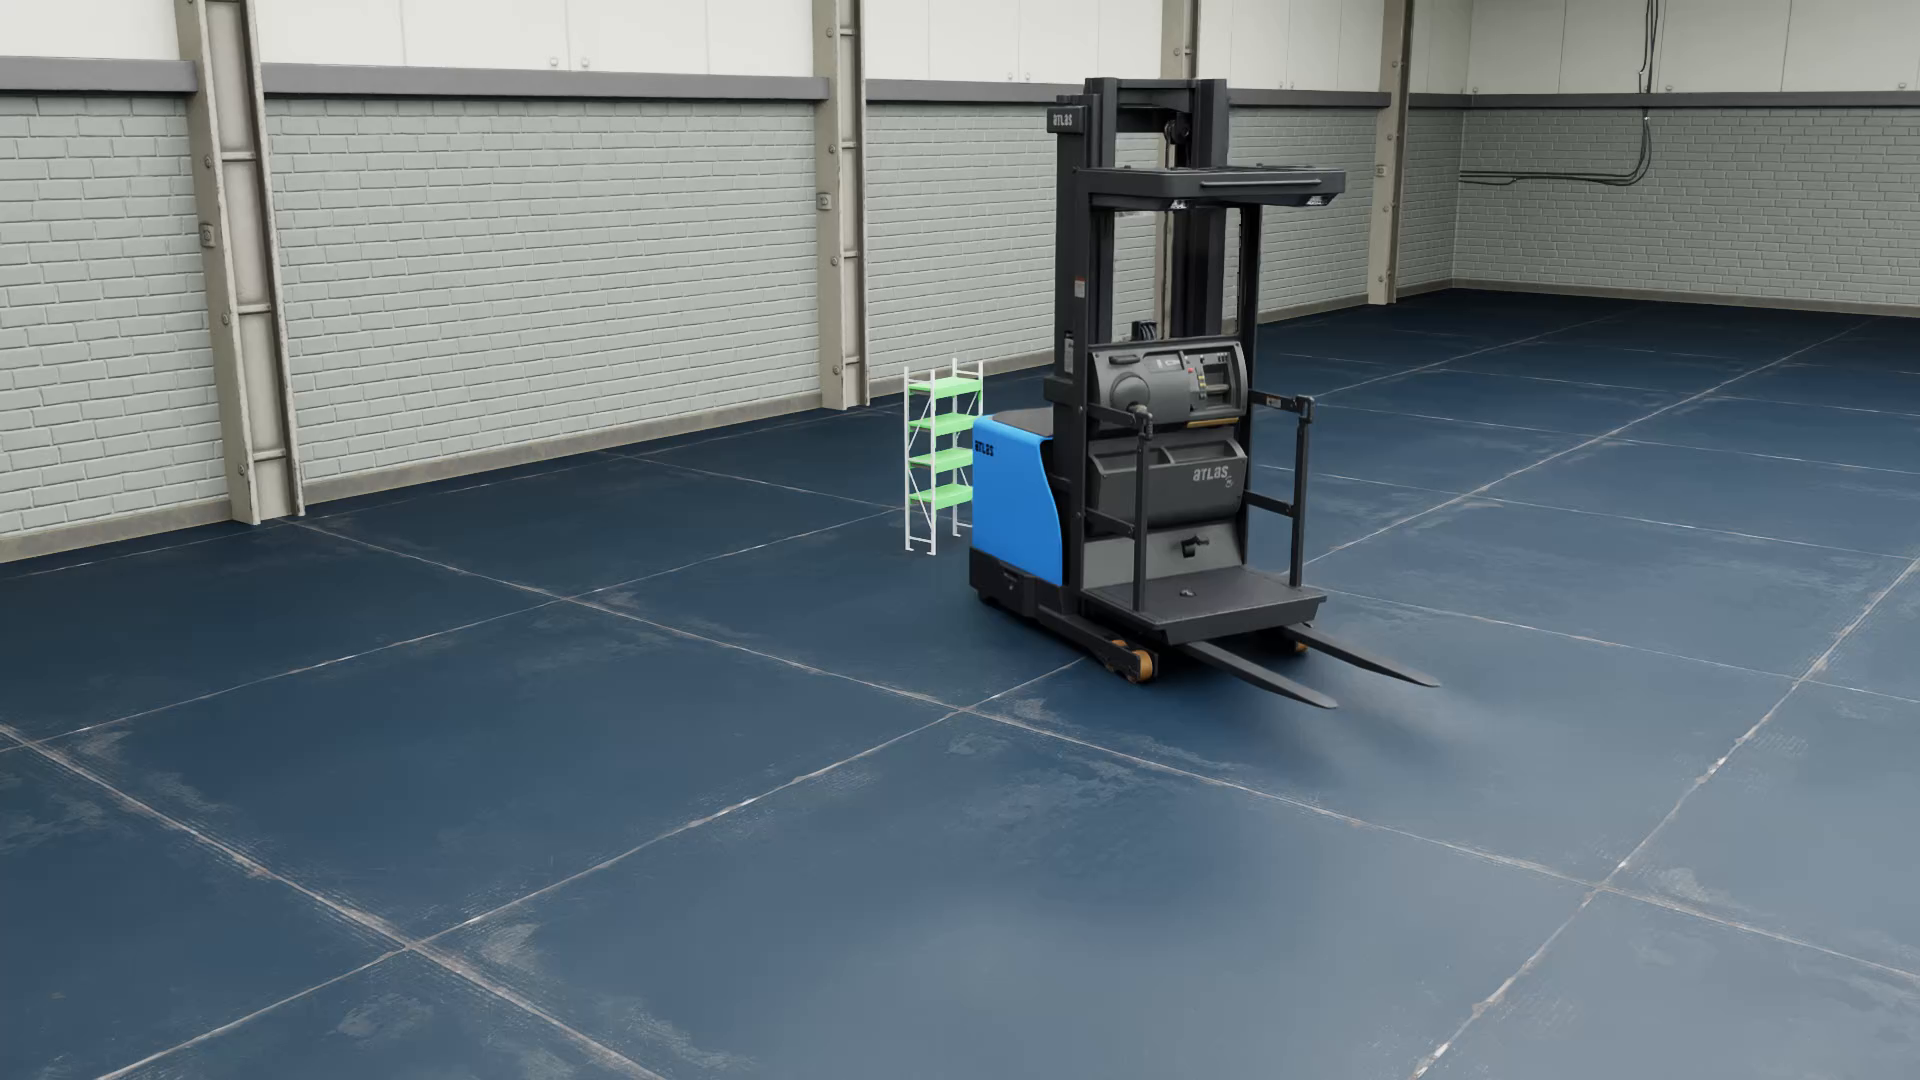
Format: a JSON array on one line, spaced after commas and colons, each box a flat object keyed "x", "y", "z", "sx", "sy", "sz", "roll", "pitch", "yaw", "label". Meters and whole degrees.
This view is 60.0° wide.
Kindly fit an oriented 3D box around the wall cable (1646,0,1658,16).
[{"x": 11.400, "y": -8.858, "z": 23.765, "sx": 3.097, "sy": 2.526, "sz": 0.112, "roll": 11, "pitch": 18, "yaw": 38, "label": "wall cable"}]

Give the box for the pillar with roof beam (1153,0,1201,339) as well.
[{"x": 5.993, "y": -6.159, "z": 17.091, "sx": 9.100, "sy": 9.000, "sz": 0.400, "roll": 11, "pitch": 18, "yaw": 38, "label": "pillar with roof beam"}]

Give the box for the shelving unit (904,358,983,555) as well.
[{"x": -0.104, "y": -0.550, "z": 10.850, "sx": 0.258, "sy": 1.200, "sz": 0.503, "roll": 11, "pitch": 18, "yaw": 38, "label": "shelving unit"}]

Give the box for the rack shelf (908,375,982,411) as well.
[{"x": -0.104, "y": -0.953, "z": 10.748, "sx": 0.258, "sy": 0.148, "sz": 0.480, "roll": 11, "pitch": 18, "yaw": 38, "label": "rack shelf"}]

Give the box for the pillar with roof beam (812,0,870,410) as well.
[{"x": 2.222, "y": -5.010, "z": 12.568, "sx": 9.100, "sy": 9.000, "sz": 0.400, "roll": 11, "pitch": 18, "yaw": 38, "label": "pillar with roof beam"}]

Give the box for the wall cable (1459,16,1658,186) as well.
[{"x": 9.296, "y": -6.829, "z": 26.034, "sx": 3.097, "sy": 2.526, "sz": 0.112, "roll": 11, "pitch": 18, "yaw": 38, "label": "wall cable"}]

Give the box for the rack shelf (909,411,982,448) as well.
[{"x": -0.104, "y": -0.721, "z": 10.807, "sx": 0.258, "sy": 0.148, "sz": 0.480, "roll": 11, "pitch": 18, "yaw": 38, "label": "rack shelf"}]

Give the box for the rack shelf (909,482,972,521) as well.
[{"x": -0.104, "y": -0.255, "z": 10.925, "sx": 0.258, "sy": 0.148, "sz": 0.480, "roll": 11, "pitch": 18, "yaw": 38, "label": "rack shelf"}]

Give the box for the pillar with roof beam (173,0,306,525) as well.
[{"x": -1.549, "y": -3.861, "z": 8.045, "sx": 9.100, "sy": 9.000, "sz": 0.400, "roll": 11, "pitch": 18, "yaw": 38, "label": "pillar with roof beam"}]

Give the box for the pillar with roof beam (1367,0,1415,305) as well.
[{"x": 9.764, "y": -7.308, "z": 21.614, "sx": 9.100, "sy": 9.000, "sz": 0.400, "roll": 11, "pitch": 18, "yaw": 38, "label": "pillar with roof beam"}]

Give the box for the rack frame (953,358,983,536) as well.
[{"x": 0.049, "y": -0.597, "z": 11.034, "sx": 0.240, "sy": 1.200, "sz": 0.015, "roll": 11, "pitch": 18, "yaw": 38, "label": "rack frame"}]

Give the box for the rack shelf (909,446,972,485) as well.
[{"x": -0.104, "y": -0.488, "z": 10.866, "sx": 0.258, "sy": 0.148, "sz": 0.480, "roll": 11, "pitch": 18, "yaw": 38, "label": "rack shelf"}]

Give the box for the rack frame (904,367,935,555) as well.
[{"x": -0.257, "y": -0.503, "z": 10.666, "sx": 0.240, "sy": 1.200, "sz": 0.015, "roll": 11, "pitch": 18, "yaw": 38, "label": "rack frame"}]

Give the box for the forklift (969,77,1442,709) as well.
[{"x": 1.197, "y": -0.832, "z": 8.446, "sx": 1.130, "sy": 2.935, "sz": 3.031, "roll": -8, "pitch": 16, "yaw": -27, "label": "forklift"}]
